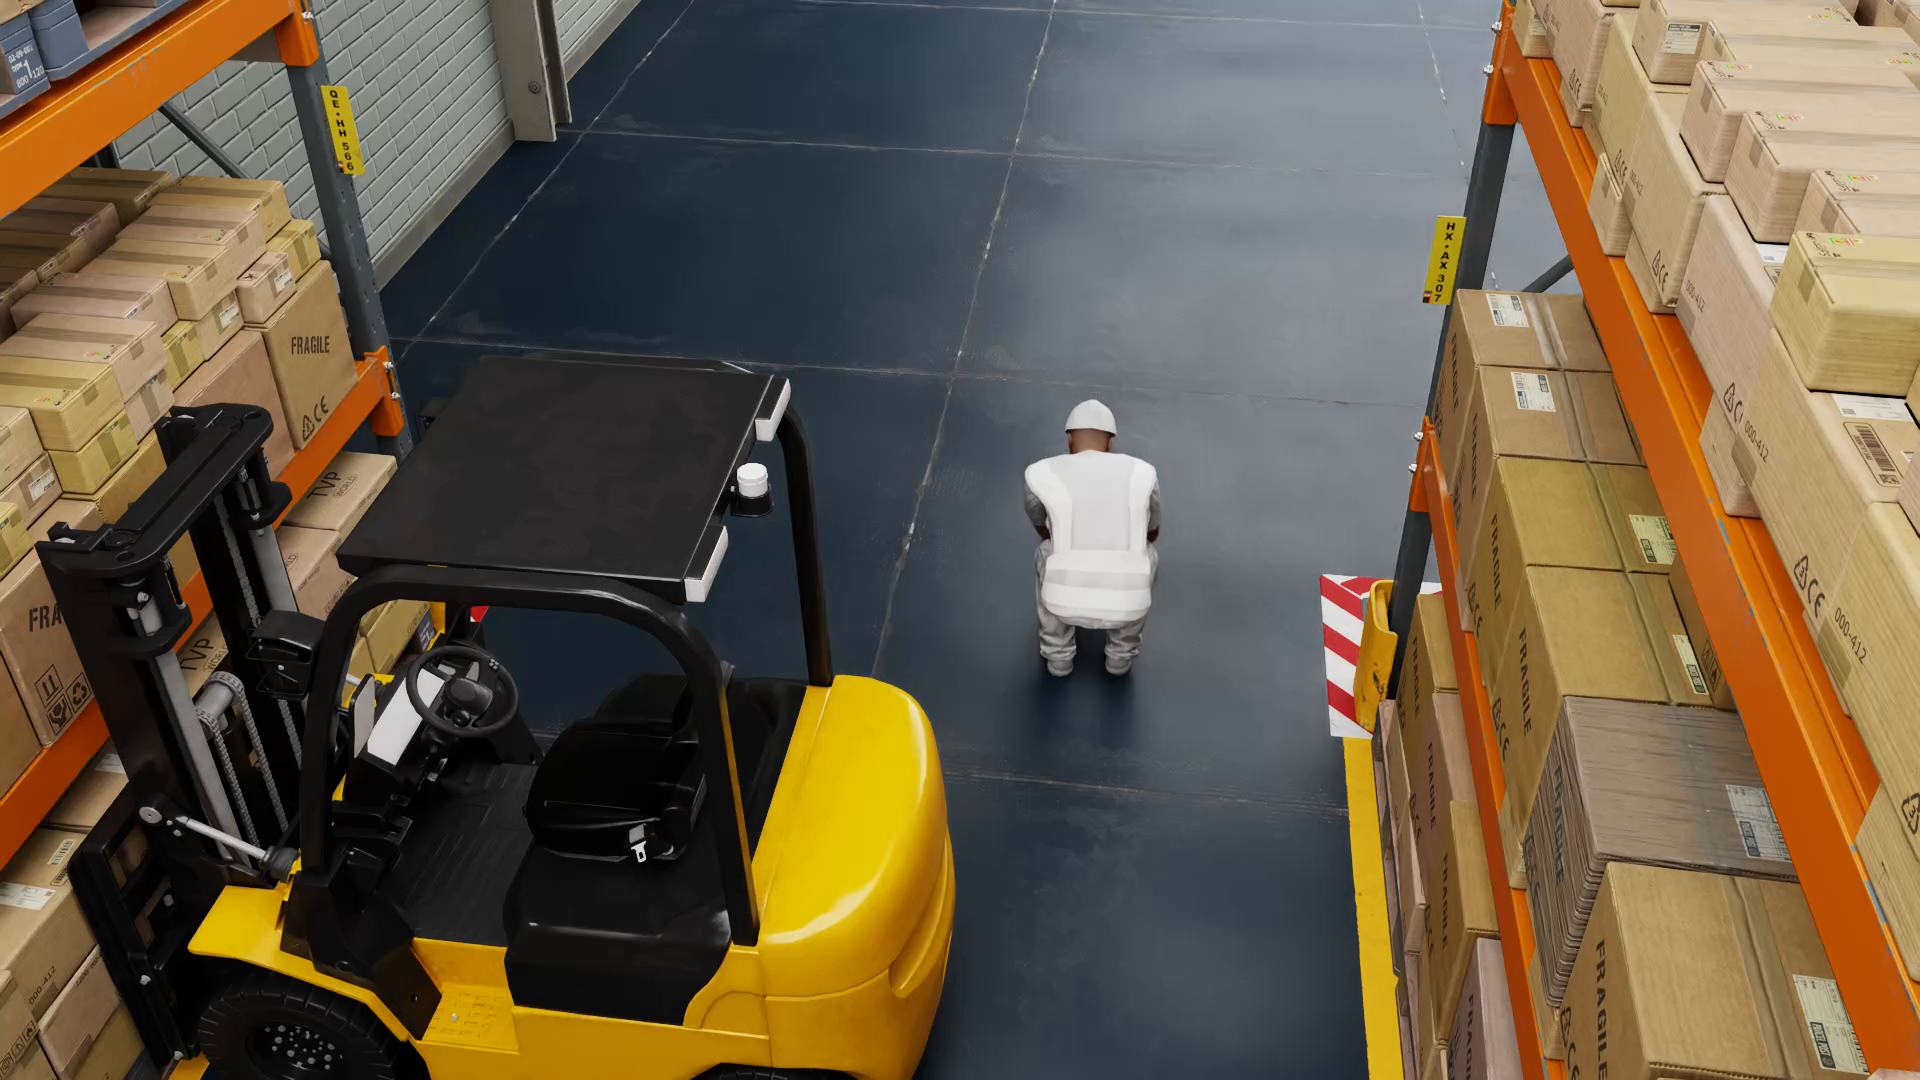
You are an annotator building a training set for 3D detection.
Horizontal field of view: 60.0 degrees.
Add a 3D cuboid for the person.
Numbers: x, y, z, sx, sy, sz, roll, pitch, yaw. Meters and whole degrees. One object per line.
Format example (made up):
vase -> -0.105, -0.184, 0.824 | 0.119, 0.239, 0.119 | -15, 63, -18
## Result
person -> 0.533, 0.021, 6.781 | 0.570, 0.994, 0.908 | 4, 36, 6
